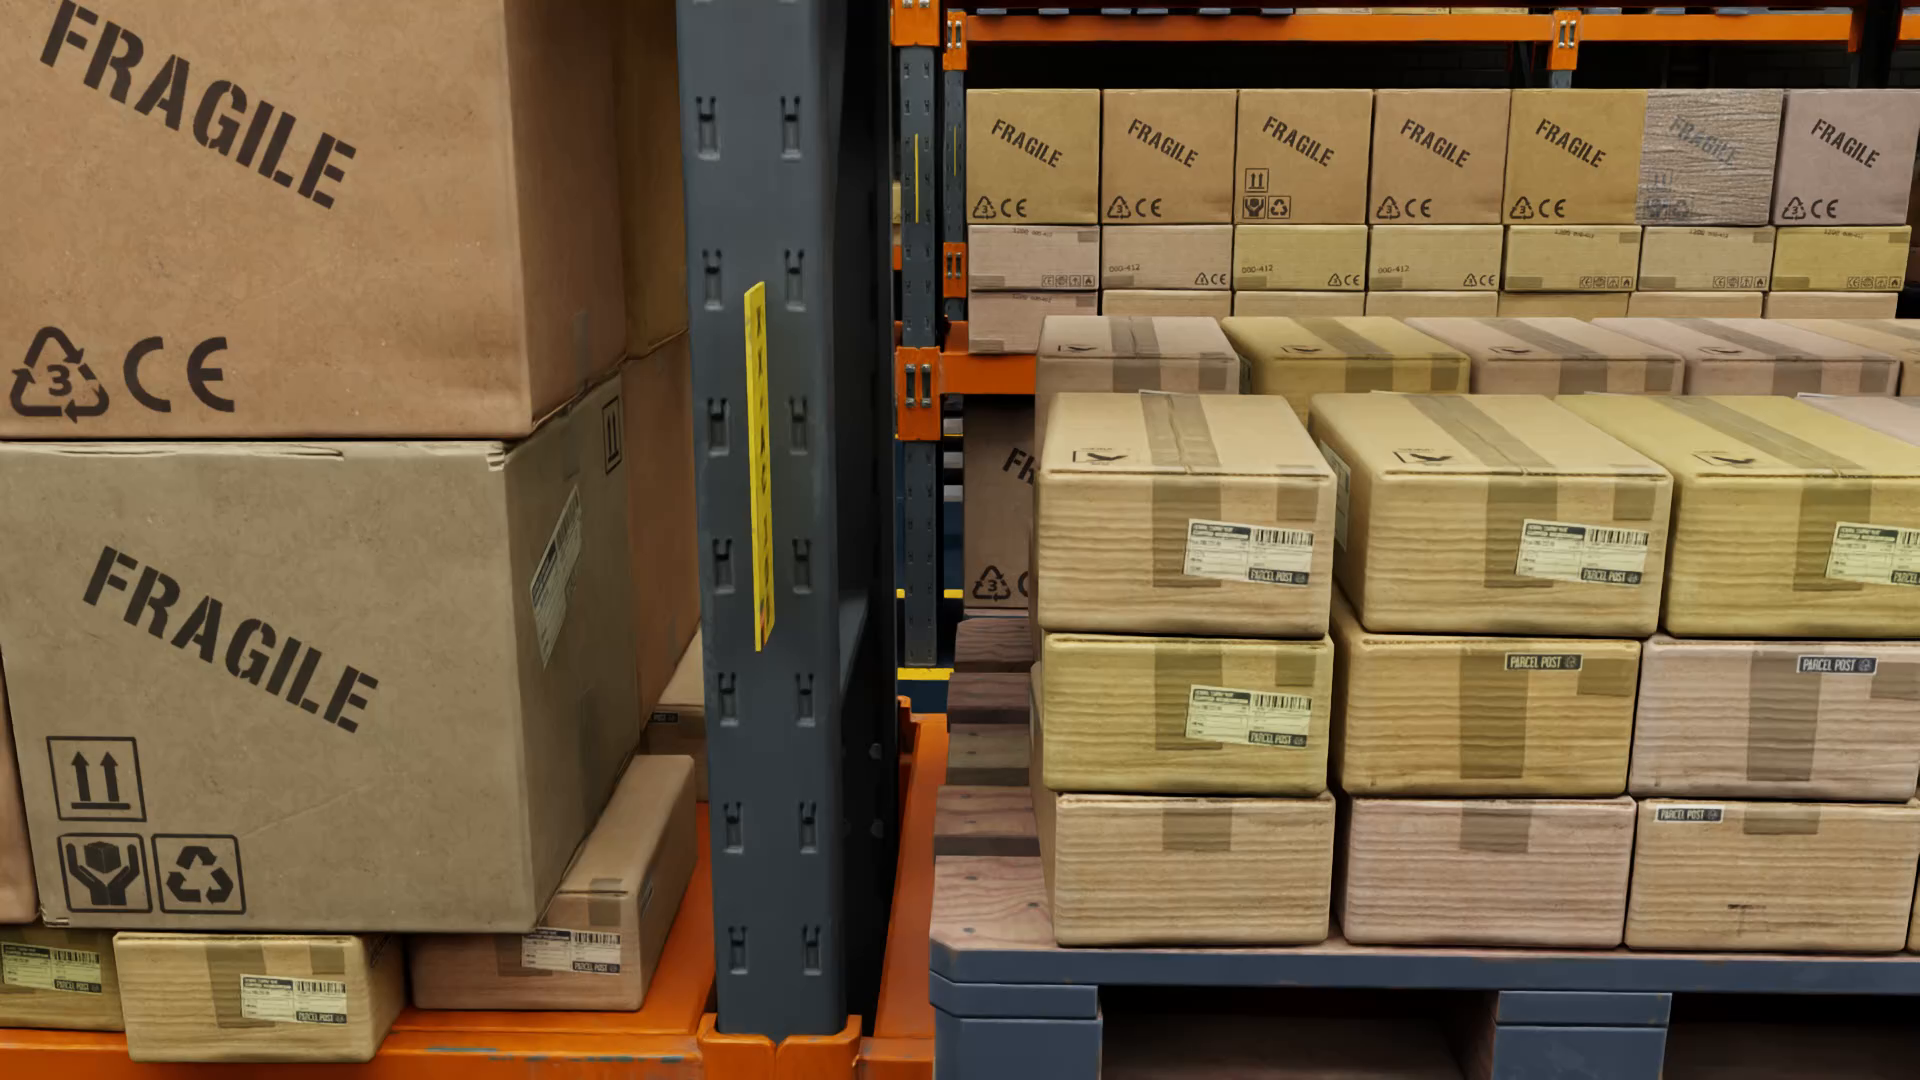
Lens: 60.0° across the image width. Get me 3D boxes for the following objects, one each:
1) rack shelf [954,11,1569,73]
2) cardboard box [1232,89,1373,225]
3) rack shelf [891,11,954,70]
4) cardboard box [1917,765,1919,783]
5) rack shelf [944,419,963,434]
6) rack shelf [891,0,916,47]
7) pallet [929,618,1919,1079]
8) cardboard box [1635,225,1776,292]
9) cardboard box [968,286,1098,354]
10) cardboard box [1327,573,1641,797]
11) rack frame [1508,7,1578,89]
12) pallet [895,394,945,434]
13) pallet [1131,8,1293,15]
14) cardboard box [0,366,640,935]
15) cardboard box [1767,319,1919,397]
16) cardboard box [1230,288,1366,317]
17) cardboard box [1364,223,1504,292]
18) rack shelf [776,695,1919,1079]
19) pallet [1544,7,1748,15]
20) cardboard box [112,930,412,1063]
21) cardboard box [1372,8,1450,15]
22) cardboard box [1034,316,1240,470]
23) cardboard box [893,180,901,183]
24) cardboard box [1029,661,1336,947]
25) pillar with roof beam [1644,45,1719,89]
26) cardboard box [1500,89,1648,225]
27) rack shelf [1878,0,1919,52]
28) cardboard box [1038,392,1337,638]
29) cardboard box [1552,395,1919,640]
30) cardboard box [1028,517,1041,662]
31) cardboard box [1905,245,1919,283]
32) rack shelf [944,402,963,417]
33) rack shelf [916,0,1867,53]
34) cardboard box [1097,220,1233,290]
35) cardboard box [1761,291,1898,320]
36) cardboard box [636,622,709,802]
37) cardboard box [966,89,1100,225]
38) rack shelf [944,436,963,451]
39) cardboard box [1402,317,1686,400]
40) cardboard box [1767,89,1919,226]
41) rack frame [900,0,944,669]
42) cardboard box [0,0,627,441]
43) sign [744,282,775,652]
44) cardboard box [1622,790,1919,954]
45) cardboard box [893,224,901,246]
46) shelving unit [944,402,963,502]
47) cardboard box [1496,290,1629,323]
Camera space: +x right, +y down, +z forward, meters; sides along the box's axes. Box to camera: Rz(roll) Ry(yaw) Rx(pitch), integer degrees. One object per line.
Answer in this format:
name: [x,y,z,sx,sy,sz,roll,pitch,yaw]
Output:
rack shelf: [1.972,-3.405,11.397,4.000,0.370,1.077,0,15,1]
cardboard box: [1.293,-1.505,6.509,0.500,0.500,0.500,0,15,0]
rack shelf: [-2.026,-3.431,11.495,4.000,0.370,1.077,0,15,1]
cardboard box: [0.984,0.112,1.622,0.250,0.149,0.380,0,15,-1]
rack shelf: [-0.008,-0.577,8.688,0.200,0.077,0.258,0,15,1]
rack shelf: [-2.149,-2.165,6.697,4.000,0.370,1.077,0,15,1]
pallet: [0.585,0.348,2.017,1.213,0.211,1.003,0,15,1]
cardboard box: [2.845,-1.134,6.571,0.500,0.250,0.500,0,15,0]
cardboard box: [0.283,-0.907,6.692,0.500,0.250,0.500,0,15,0]
cardboard box: [0.466,0.109,1.633,0.250,0.149,0.380,0,15,0]
rack frame: [3.972,-2.290,11.638,0.127,3.000,1.000,0,15,1]
pallet: [-0.714,-0.972,12.111,1.213,0.211,1.003,0,15,1]
pallet: [1.660,-3.647,11.272,1.003,0.211,1.213,0,15,1]
cardboard box: [-0.666,0.090,1.840,0.500,0.500,0.500,0,15,2]
cardboard box: [1.266,-0.195,2.203,0.250,0.149,0.380,0,15,0]
cardboard box: [1.312,-0.897,6.653,0.500,0.250,0.500,0,15,1]
cardboard box: [1.814,-1.135,6.576,0.500,0.250,0.500,0,15,0]
rack shelf: [1.824,0.574,2.194,4.000,0.370,1.077,0,15,1]
pallet: [4.652,-3.667,11.349,1.003,0.211,1.213,1,15,4]
cardboard box: [-0.727,0.419,1.866,0.250,0.149,0.380,0,15,0]
cardboard box: [2.950,-3.612,11.064,0.500,0.250,0.500,0,15,2]
cardboard box: [0.231,-0.203,2.233,0.250,0.149,0.380,1,15,4]
cardboard box: [-0.515,-2.459,11.991,0.500,0.250,0.500,0,15,1]
cardboard box: [0.207,0.252,1.676,0.250,0.149,0.380,0,15,-1]
pillar with roof beam: [5.188,-4.314,7.551,0.400,9.000,9.100,0,15,1]
cardboard box: [2.316,-1.498,6.483,0.500,0.500,0.500,0,15,1]
rack shelf: [5.848,-2.113,6.500,4.000,0.370,1.077,0,15,1]
cardboard box: [0.207,-0.036,1.600,0.250,0.149,0.380,1,15,4]
cardboard box: [0.742,-0.034,1.590,0.250,0.149,0.380,1,15,2]
cardboard box: [0.227,0.084,2.312,0.250,0.149,0.380,0,15,0]
cardboard box: [4.182,-1.163,7.038,0.250,0.149,0.380,1,15,3]
rack shelf: [-0.008,-0.664,8.665,0.200,0.077,0.258,0,15,1]
rack shelf: [1.849,-2.139,6.599,4.000,0.370,1.077,0,15,1]
cardboard box: [0.805,-1.148,6.625,0.500,0.250,0.500,1,15,2]
cardboard box: [3.336,-0.888,6.621,0.500,0.250,0.500,0,15,-1]
cardboard box: [-0.450,0.249,2.507,0.250,0.149,0.380,1,15,3]
cardboard box: [0.282,-1.505,6.510,0.500,0.500,0.500,1,15,2]
rack shelf: [-0.008,-0.490,8.711,0.200,0.077,0.258,0,15,1]
cardboard box: [0.758,-0.199,2.219,0.250,0.149,0.380,0,15,0]
cardboard box: [3.325,-1.492,6.460,0.500,0.500,0.500,0,15,0]
rack frame: [-0.150,-1.050,6.939,0.127,3.000,1.000,0,15,1]
cardboard box: [-0.652,-0.396,1.724,0.500,0.500,0.500,0,15,-1]
sign: [-0.182,-0.067,1.517,0.005,0.325,0.100,0,15,1]
cardboard box: [0.734,0.254,1.665,0.250,0.149,0.380,0,15,2]
cardboard box: [-0.352,-2.132,11.533,0.250,0.149,0.380,1,15,2]
shelving unit: [-0.008,-0.435,8.725,0.210,0.900,0.258,0,15,1]
cardboard box: [2.322,-0.895,6.646,0.500,0.250,0.500,0,15,1]
